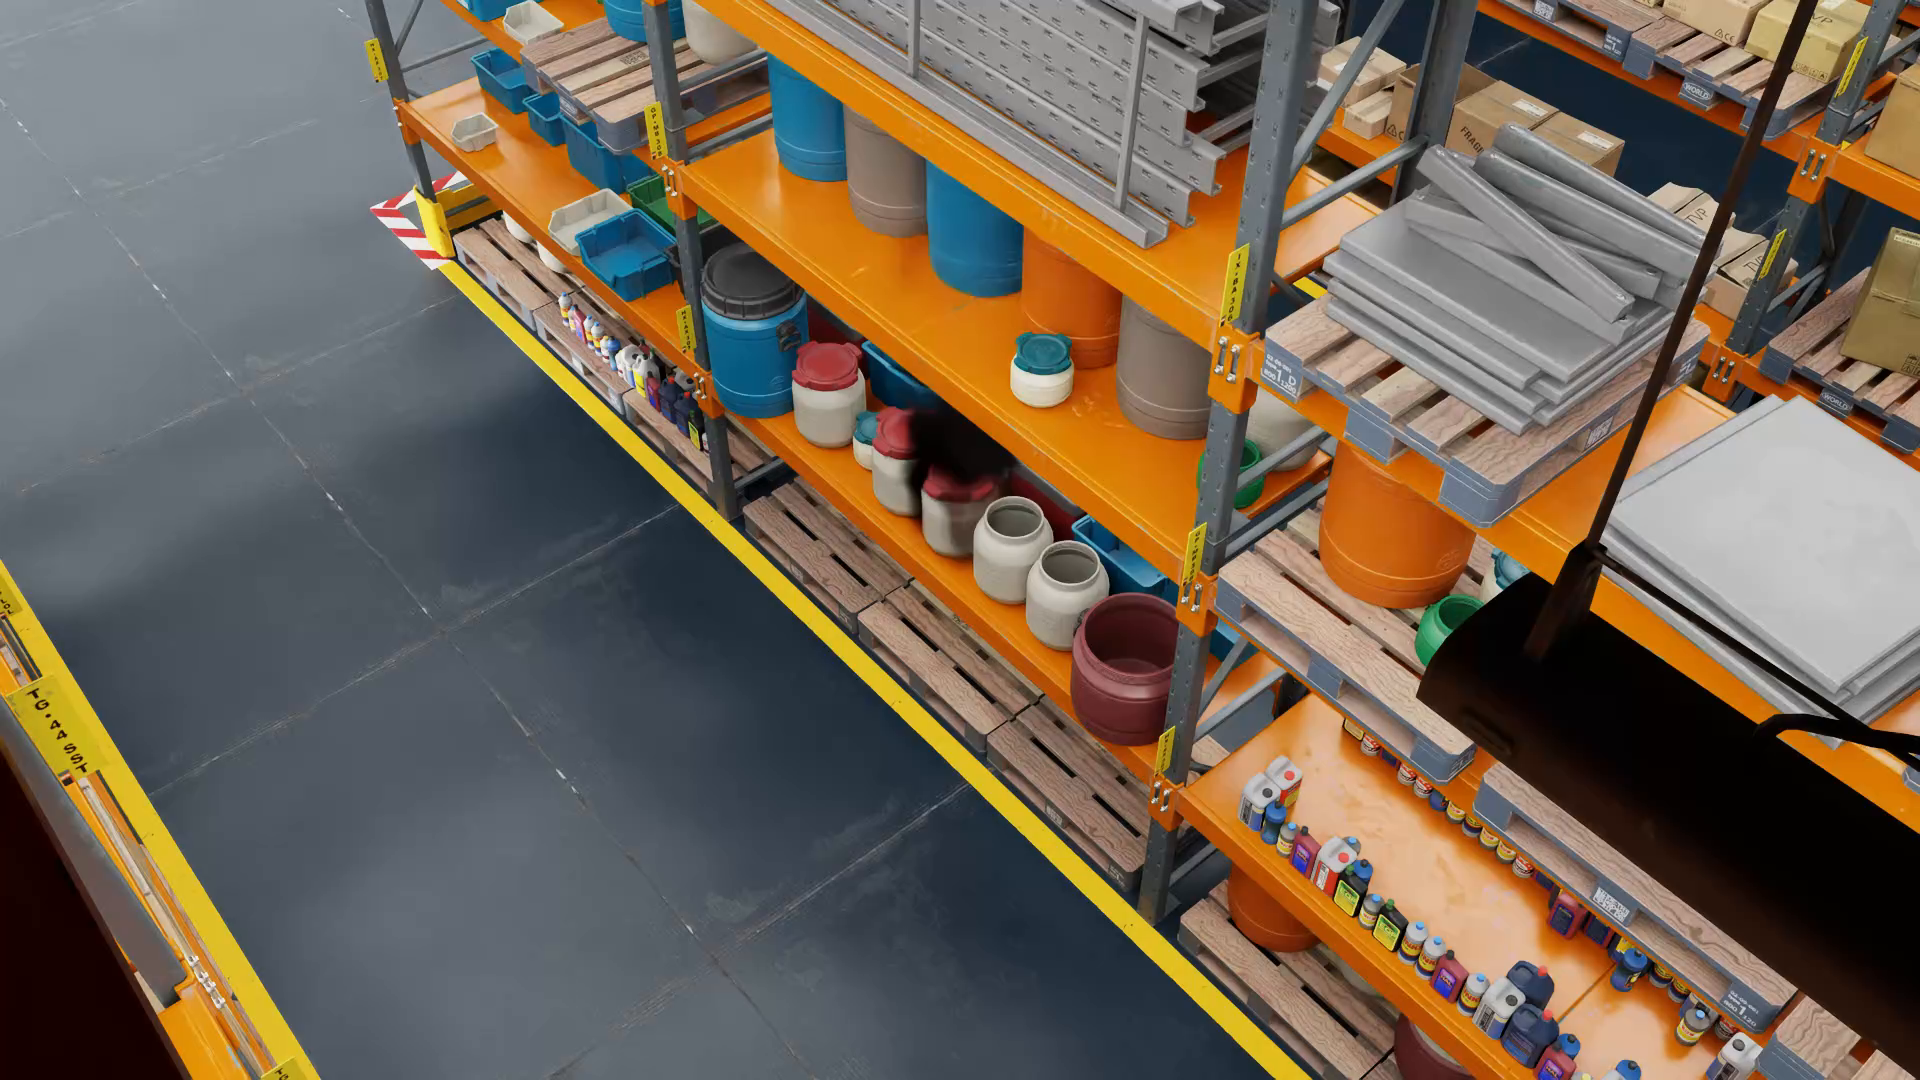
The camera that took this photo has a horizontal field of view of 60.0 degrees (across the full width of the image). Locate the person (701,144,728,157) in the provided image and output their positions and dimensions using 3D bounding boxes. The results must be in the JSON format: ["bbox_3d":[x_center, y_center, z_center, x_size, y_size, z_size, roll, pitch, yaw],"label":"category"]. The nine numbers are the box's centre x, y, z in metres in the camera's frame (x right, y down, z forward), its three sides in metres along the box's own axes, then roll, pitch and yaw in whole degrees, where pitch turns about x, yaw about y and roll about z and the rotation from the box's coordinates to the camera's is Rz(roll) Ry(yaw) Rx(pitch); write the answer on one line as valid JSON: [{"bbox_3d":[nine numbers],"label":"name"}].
[{"bbox_3d":[-2.197,-3.657,13.330,0.670,1.612,0.685,14,48,13],"label":"person"}]
